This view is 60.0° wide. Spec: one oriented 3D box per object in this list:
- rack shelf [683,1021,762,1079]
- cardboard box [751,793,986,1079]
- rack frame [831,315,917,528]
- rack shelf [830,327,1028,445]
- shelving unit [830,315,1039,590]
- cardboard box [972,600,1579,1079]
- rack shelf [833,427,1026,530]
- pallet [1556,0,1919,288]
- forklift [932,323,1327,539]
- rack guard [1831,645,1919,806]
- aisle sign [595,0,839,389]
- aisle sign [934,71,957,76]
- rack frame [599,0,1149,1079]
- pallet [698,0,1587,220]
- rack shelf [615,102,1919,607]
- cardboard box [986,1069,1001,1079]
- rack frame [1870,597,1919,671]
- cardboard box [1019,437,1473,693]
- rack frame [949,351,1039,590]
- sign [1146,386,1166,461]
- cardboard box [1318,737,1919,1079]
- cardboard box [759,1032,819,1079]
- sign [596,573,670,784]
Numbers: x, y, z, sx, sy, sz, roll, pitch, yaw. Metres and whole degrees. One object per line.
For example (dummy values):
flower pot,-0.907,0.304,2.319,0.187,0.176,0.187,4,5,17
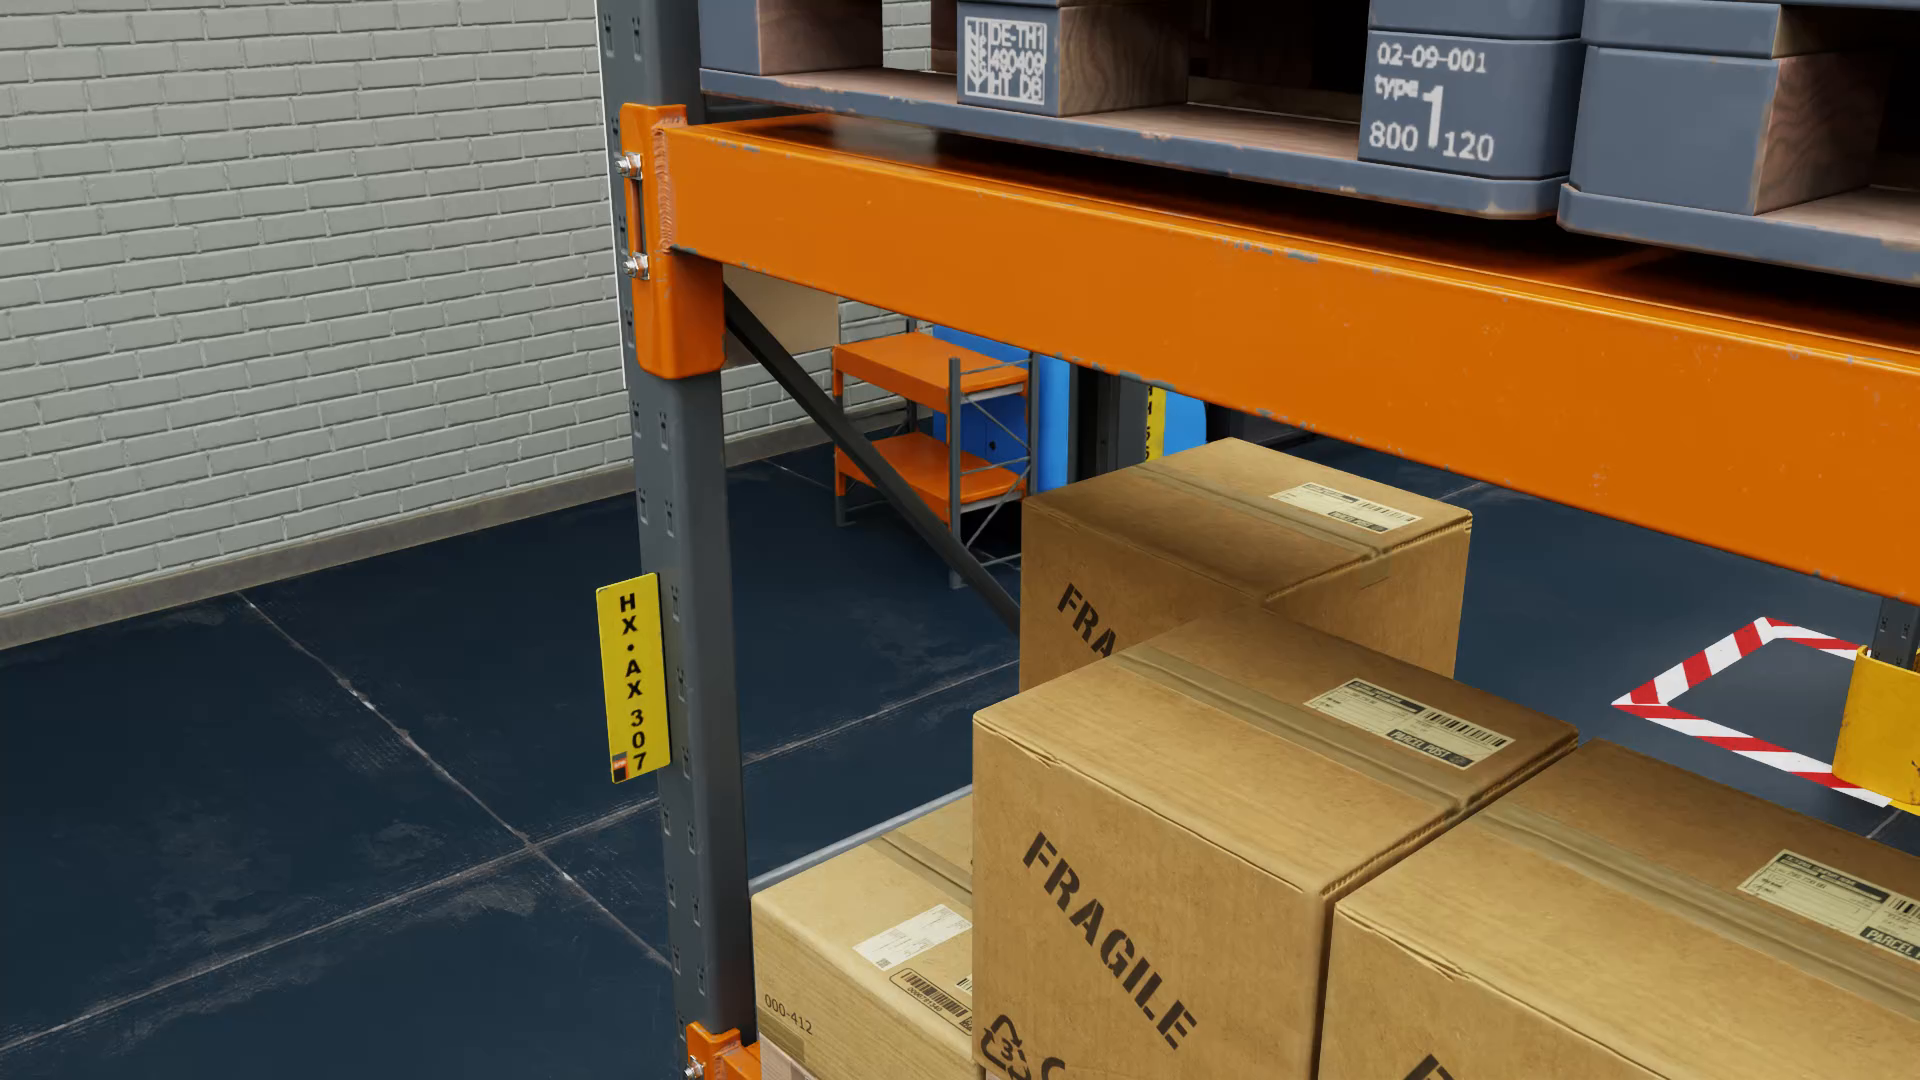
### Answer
rack shelf,1.234,1.410,1.759,1.077,0.370,4.000,-17,27,-37
cardboard box,0.037,0.650,2.509,0.500,0.250,0.500,-18,28,-39
rack frame,-0.437,-0.644,8.586,0.500,1.125,0.032,-15,26,-33
rack shelf,-0.138,-0.766,8.096,0.538,0.278,1.000,-15,26,-33
shelving unit,-0.138,-0.494,8.203,0.538,1.125,1.048,-15,26,-33
cardboard box,0.363,0.439,2.019,0.500,0.500,0.500,-18,28,-39
rack shelf,-0.138,-0.266,8.292,0.538,0.278,1.000,-15,26,-33
pallet,1.221,-0.294,1.129,1.003,0.211,1.213,-17,27,-37
forklift,1.317,-1.725,8.870,3.031,2.935,1.130,-16,26,-35
rack guard,3.801,0.554,6.384,1.175,0.500,0.348,-17,27,-37
aisle sign,-0.346,-0.637,2.433,0.394,0.787,0.004,-17,27,-37
aisle sign,0.109,-0.780,2.797,0.394,0.787,0.004,-17,27,-37
rack frame,-0.069,0.521,3.040,0.949,2.616,0.053,-17,27,-37
pallet,0.420,-0.631,1.990,1.003,0.211,1.213,-17,27,-37
rack shelf,1.234,0.013,1.212,1.077,0.370,4.000,-17,27,-37
cardboard box,0.381,0.792,2.146,0.500,0.250,0.500,-18,28,-38
rack frame,3.752,-0.631,5.982,1.000,3.000,0.127,-17,27,-37
cardboard box,0.445,0.176,2.691,0.500,0.500,0.500,-17,27,-37
rack frame,0.160,-0.344,7.819,0.500,1.125,0.032,-15,26,-33
sign,0.348,-0.253,3.104,0.100,0.325,0.005,-17,27,-37
cardboard box,0.706,0.581,1.657,0.500,0.500,0.500,-18,28,-39
cardboard box,-0.090,0.816,2.633,0.380,0.149,0.250,-17,27,-37
sign,-0.496,0.213,2.533,0.100,0.325,0.005,-17,27,-37
